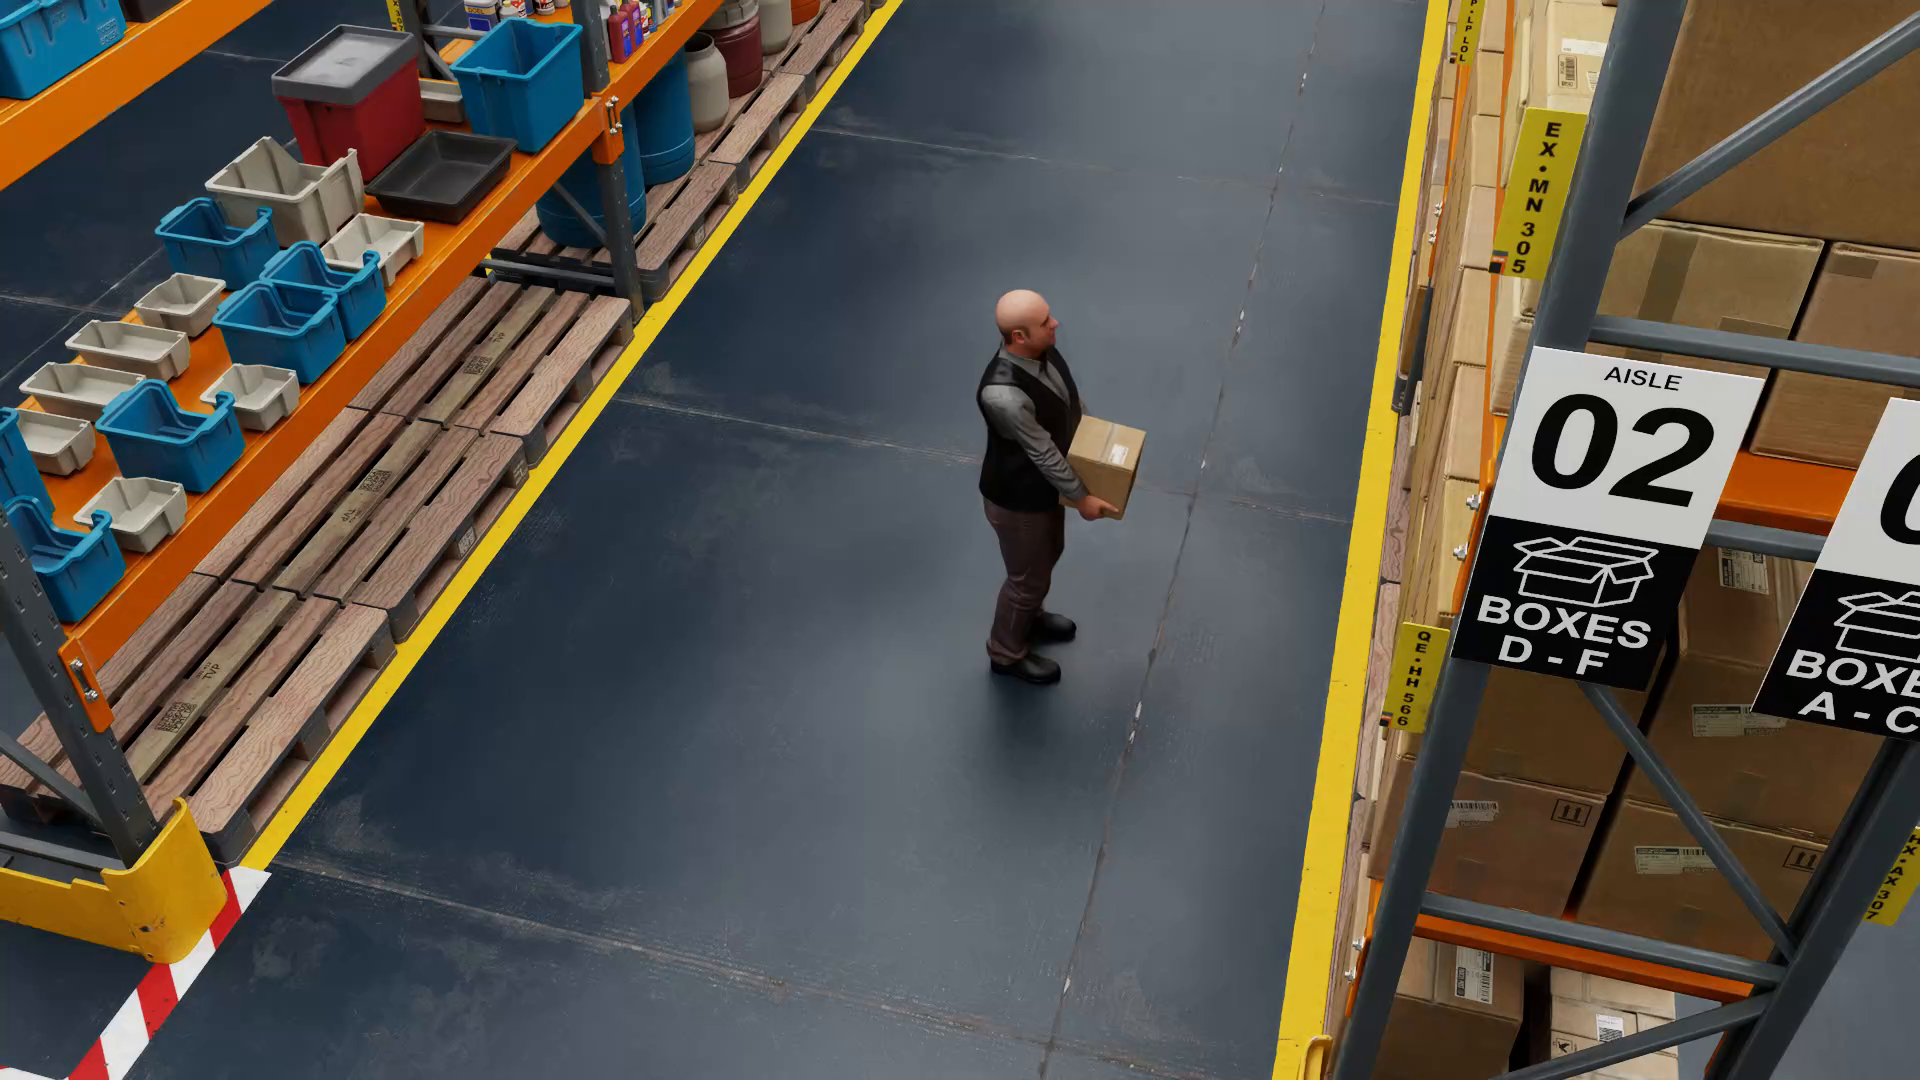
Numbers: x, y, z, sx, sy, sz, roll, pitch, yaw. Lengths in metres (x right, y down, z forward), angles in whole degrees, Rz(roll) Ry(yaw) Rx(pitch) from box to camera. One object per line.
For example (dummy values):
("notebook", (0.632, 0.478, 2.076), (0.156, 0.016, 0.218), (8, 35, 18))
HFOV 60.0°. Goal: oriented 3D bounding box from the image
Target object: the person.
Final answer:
("person", (0.364, -0.194, 6.409), (0.557, 1.712, 0.494), (11, 42, 12))
